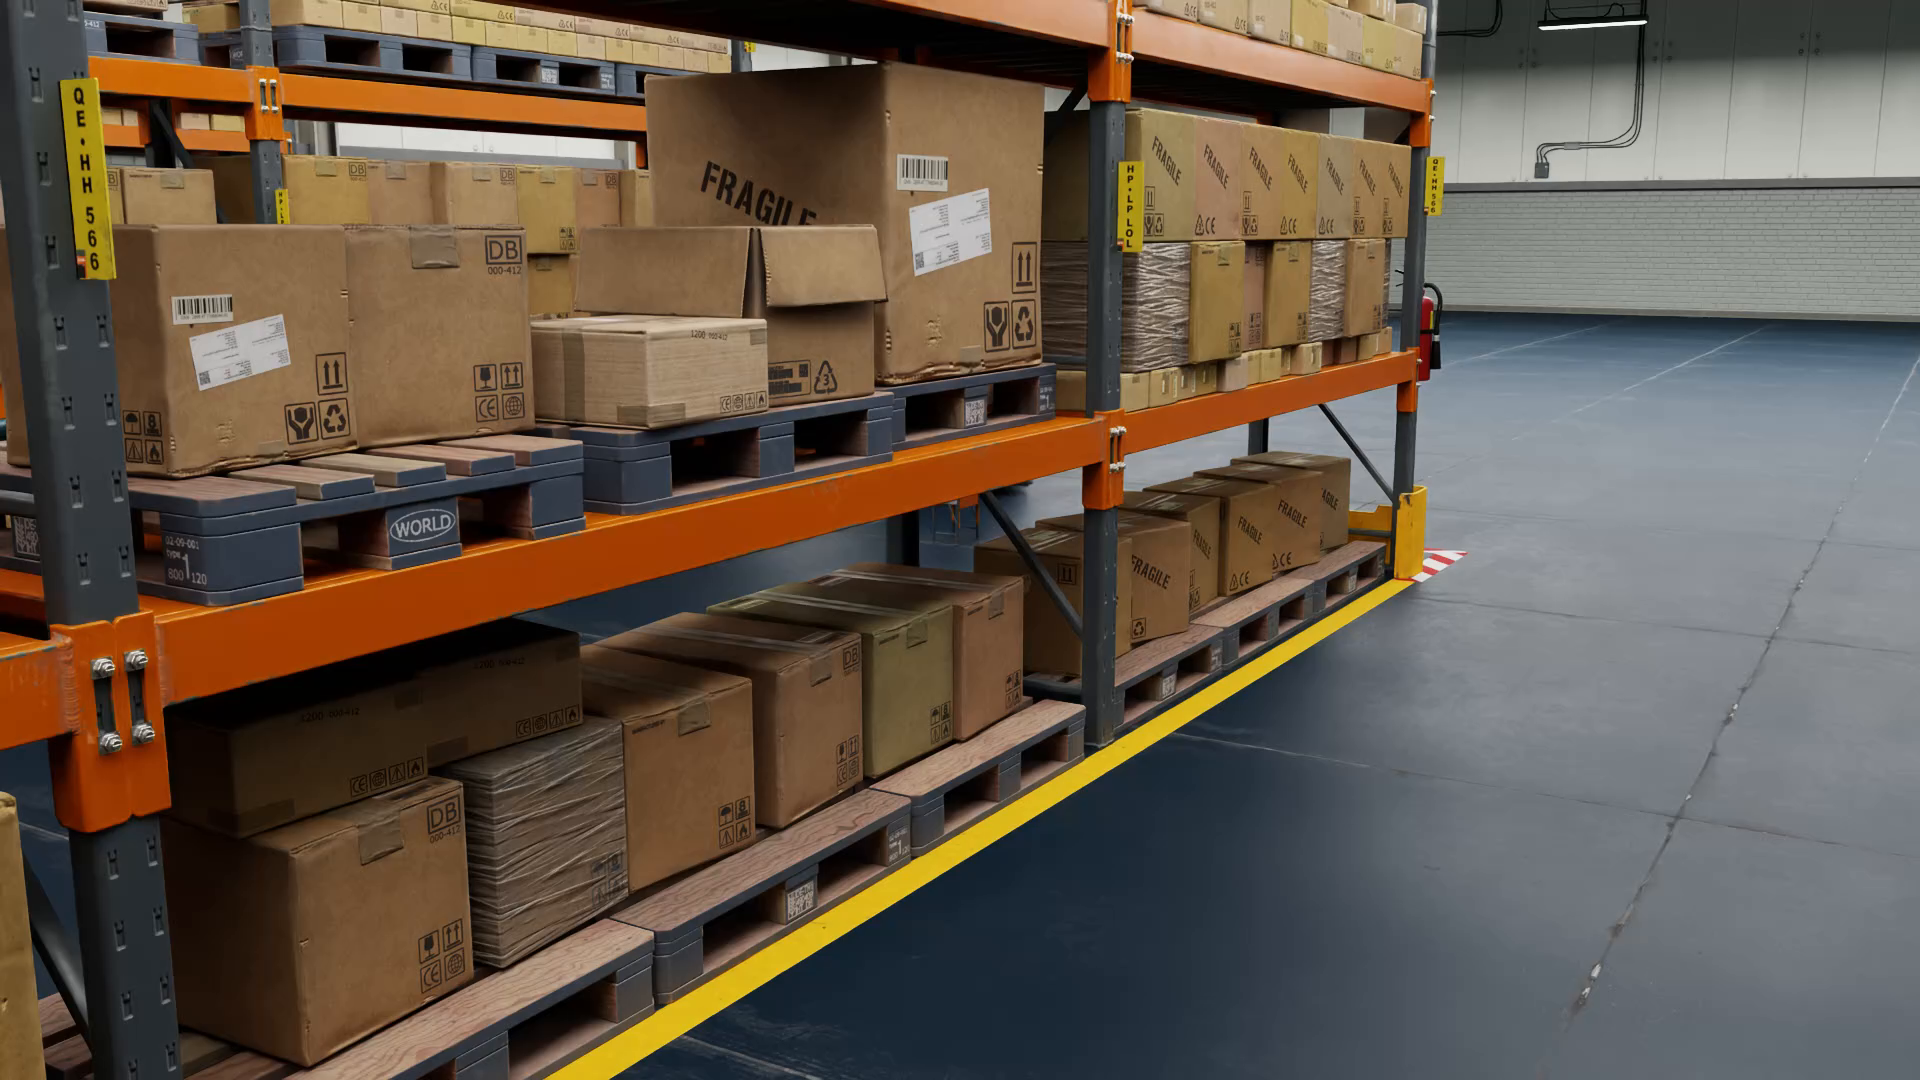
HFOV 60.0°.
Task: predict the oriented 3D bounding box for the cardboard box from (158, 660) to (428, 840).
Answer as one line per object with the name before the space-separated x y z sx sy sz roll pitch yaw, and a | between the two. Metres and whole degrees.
cardboard box | -1.603 0.454 3.849 0.500 0.250 0.500 7 13 33

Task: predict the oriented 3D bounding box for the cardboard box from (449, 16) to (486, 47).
cardboard box | -3.029 -2.991 9.814 0.380 0.149 0.250 6 12 30

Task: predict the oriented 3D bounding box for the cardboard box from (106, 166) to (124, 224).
cardboard box | -4.553 -1.581 8.172 0.700 0.500 0.500 6 12 30

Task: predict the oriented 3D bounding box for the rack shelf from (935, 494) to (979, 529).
rack shelf | -0.028 -0.224 10.780 0.215 0.259 0.240 6 12 31

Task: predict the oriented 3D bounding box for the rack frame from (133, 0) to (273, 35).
rack frame | -4.035 -4.149 8.575 1.000 3.000 0.127 6 12 31

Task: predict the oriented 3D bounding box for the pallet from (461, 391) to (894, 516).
pallet | -0.932 -0.302 4.852 1.003 0.211 1.213 6 12 31

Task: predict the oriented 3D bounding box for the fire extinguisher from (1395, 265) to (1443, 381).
fire extinguisher | 2.682 -1.275 9.739 0.296 0.674 0.183 6 12 31

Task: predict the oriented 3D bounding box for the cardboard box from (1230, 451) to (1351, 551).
cardboard box | 1.890 -0.220 9.546 0.500 0.500 0.500 9 14 41

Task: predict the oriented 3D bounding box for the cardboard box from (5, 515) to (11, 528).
cardboard box | -4.784 -0.043 7.919 1.050 0.750 0.750 6 12 31

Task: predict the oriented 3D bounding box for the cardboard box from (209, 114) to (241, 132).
cardboard box | -6.288 -3.512 14.007 0.380 0.149 0.250 6 12 31

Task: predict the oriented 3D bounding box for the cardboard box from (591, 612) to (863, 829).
cardboard box | -0.739 0.558 5.334 0.700 0.500 0.500 5 12 26

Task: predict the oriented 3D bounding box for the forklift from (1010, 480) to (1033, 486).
forklift | -0.391 -2.028 13.737 1.130 2.935 3.031 -4 11 -18

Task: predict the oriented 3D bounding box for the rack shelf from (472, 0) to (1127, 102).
rack shelf | -0.886 -1.516 4.621 1.077 0.370 4.000 6 12 31

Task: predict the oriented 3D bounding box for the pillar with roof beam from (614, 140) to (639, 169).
pillar with roof beam | -1.708 -7.161 24.665 9.100 9.000 0.400 6 12 31

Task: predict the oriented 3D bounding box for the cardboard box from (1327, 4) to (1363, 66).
cardboard box | 1.665 -2.481 8.227 0.500 0.250 0.500 7 13 32

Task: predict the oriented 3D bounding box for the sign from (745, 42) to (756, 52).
sign | -1.502 -3.646 11.848 0.100 0.325 0.005 6 12 31

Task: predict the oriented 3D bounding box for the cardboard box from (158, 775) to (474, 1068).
cardboard box | -1.594 0.824 3.913 0.700 0.500 0.500 6 12 28

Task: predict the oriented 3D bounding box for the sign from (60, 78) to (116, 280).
sign | -1.449 -0.598 2.763 0.100 0.325 0.005 6 12 31

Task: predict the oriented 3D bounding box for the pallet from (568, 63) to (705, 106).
pallet | -2.334 -3.142 11.591 1.003 0.211 1.213 6 12 31

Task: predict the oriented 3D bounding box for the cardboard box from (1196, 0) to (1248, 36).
cardboard box | 0.875 -2.241 6.943 0.500 0.250 0.500 6 12 30

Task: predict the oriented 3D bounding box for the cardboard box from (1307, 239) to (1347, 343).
cardboard box | 1.466 -1.286 8.507 0.875 0.500 0.500 6 12 31

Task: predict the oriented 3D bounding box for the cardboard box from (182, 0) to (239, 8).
cardboard box | -3.999 -3.104 9.334 0.500 0.250 0.500 6 12 30

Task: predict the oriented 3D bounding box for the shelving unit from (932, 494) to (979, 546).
shelving unit | -0.028 -0.508 10.727 0.215 1.050 0.252 6 12 31

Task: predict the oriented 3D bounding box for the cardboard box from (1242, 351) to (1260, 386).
cardboard box | 1.149 -0.791 7.624 0.380 0.149 0.250 6 12 31

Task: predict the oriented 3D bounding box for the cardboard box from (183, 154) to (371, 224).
cardboard box | -3.814 -1.859 9.306 0.875 0.550 0.550 6 12 31

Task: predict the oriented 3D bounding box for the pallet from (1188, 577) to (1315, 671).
pallet | 1.103 0.359 8.378 1.003 0.211 1.213 6 12 31

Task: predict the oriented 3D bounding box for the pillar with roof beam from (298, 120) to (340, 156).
pillar with roof beam | -4.823 -6.217 19.625 9.100 9.000 0.400 6 12 31

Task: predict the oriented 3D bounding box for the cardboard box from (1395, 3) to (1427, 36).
cardboard box | 2.351 -2.862 9.180 0.380 0.149 0.250 6 12 31

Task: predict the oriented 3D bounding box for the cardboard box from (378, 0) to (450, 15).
cardboard box | -3.281 -3.132 9.482 0.500 0.250 0.500 6 12 30

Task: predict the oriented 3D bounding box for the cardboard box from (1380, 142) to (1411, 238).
cardboard box | 2.154 -1.916 9.154 0.500 0.500 0.500 6 12 31

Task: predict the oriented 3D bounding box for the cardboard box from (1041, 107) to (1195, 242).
cardboard box | 0.603 -1.443 6.630 0.500 0.500 0.500 6 12 31

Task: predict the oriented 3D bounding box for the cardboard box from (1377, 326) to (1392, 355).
cardboard box | 2.257 -1.151 9.549 0.380 0.149 0.250 6 12 31

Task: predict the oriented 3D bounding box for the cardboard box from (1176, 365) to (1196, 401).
cardboard box | 0.768 -0.672 6.988 0.380 0.149 0.250 6 12 31

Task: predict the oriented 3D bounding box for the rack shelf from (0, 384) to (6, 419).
rack shelf | -5.073 -0.532 7.513 1.077 0.370 4.000 6 12 31

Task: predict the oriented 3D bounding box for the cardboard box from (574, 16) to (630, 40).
cardboard box | -2.495 -3.370 10.755 0.500 0.250 0.500 6 12 30

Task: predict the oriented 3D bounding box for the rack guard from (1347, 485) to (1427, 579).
rack guard | 2.189 -0.099 10.037 1.175 0.500 0.348 6 12 31

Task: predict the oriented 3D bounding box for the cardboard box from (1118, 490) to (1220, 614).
cardboard box | 0.940 0.057 8.064 0.500 0.500 0.500 5 12 26

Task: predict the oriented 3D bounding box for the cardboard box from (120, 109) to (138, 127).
cardboard box | -6.733 -3.396 13.389 0.380 0.149 0.250 6 12 30

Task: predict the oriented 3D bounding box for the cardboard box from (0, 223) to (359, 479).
cardboard box | -1.679 -0.425 3.577 0.500 0.500 0.500 5 12 24

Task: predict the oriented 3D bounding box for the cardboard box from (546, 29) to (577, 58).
cardboard box | -2.633 -3.111 10.453 0.380 0.149 0.250 7 12 31

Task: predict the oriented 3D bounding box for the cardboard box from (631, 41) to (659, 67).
cardboard box | -2.237 -3.231 11.095 0.380 0.149 0.250 7 12 31

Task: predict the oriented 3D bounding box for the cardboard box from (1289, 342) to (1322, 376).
cardboard box | 1.568 -0.905 8.236 0.380 0.149 0.250 6 12 31

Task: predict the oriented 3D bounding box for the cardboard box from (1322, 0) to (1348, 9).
cardboard box | 1.669 -2.659 8.090 0.380 0.149 0.250 6 12 28

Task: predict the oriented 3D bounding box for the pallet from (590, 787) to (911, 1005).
pallet | -0.884 0.976 5.084 1.003 0.211 1.213 6 12 31

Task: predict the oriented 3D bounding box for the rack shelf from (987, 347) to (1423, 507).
rack shelf | 1.190 -0.671 8.257 1.077 0.370 4.000 6 12 31

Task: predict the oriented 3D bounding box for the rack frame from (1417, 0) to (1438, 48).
rack frame | 2.229 -4.288 9.319 1.000 3.000 0.127 6 12 31

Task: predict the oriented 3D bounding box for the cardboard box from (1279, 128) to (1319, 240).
cardboard box | 1.371 -1.681 7.897 0.500 0.500 0.500 6 12 31

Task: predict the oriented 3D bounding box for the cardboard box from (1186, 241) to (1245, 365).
cardboard box | 0.728 -1.046 7.223 0.875 0.500 0.500 6 12 31

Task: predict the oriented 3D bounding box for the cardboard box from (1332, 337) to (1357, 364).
cardboard box | 1.898 -1.030 8.901 0.380 0.149 0.250 6 12 31

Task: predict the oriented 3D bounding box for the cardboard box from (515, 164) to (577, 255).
cardboard box | -2.961 -2.113 10.660 0.875 0.550 0.500 6 12 31

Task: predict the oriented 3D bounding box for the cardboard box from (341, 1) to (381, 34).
cardboard box | -3.422 -2.872 9.177 0.380 0.149 0.250 6 12 31

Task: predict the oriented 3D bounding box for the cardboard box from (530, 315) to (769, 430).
cardboard box | -0.858 -0.455 4.416 0.500 0.250 0.500 6 12 29

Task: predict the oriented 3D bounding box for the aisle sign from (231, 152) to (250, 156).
aisle sign | -6.474 -3.603 14.899 0.394 0.787 0.004 6 12 31

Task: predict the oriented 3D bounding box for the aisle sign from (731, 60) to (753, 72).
aisle sign | -1.665 -3.089 12.154 0.394 0.787 0.004 6 12 31

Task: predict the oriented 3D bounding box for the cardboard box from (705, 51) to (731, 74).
cardboard box | -1.841 -3.351 11.734 0.380 0.149 0.250 6 12 31
